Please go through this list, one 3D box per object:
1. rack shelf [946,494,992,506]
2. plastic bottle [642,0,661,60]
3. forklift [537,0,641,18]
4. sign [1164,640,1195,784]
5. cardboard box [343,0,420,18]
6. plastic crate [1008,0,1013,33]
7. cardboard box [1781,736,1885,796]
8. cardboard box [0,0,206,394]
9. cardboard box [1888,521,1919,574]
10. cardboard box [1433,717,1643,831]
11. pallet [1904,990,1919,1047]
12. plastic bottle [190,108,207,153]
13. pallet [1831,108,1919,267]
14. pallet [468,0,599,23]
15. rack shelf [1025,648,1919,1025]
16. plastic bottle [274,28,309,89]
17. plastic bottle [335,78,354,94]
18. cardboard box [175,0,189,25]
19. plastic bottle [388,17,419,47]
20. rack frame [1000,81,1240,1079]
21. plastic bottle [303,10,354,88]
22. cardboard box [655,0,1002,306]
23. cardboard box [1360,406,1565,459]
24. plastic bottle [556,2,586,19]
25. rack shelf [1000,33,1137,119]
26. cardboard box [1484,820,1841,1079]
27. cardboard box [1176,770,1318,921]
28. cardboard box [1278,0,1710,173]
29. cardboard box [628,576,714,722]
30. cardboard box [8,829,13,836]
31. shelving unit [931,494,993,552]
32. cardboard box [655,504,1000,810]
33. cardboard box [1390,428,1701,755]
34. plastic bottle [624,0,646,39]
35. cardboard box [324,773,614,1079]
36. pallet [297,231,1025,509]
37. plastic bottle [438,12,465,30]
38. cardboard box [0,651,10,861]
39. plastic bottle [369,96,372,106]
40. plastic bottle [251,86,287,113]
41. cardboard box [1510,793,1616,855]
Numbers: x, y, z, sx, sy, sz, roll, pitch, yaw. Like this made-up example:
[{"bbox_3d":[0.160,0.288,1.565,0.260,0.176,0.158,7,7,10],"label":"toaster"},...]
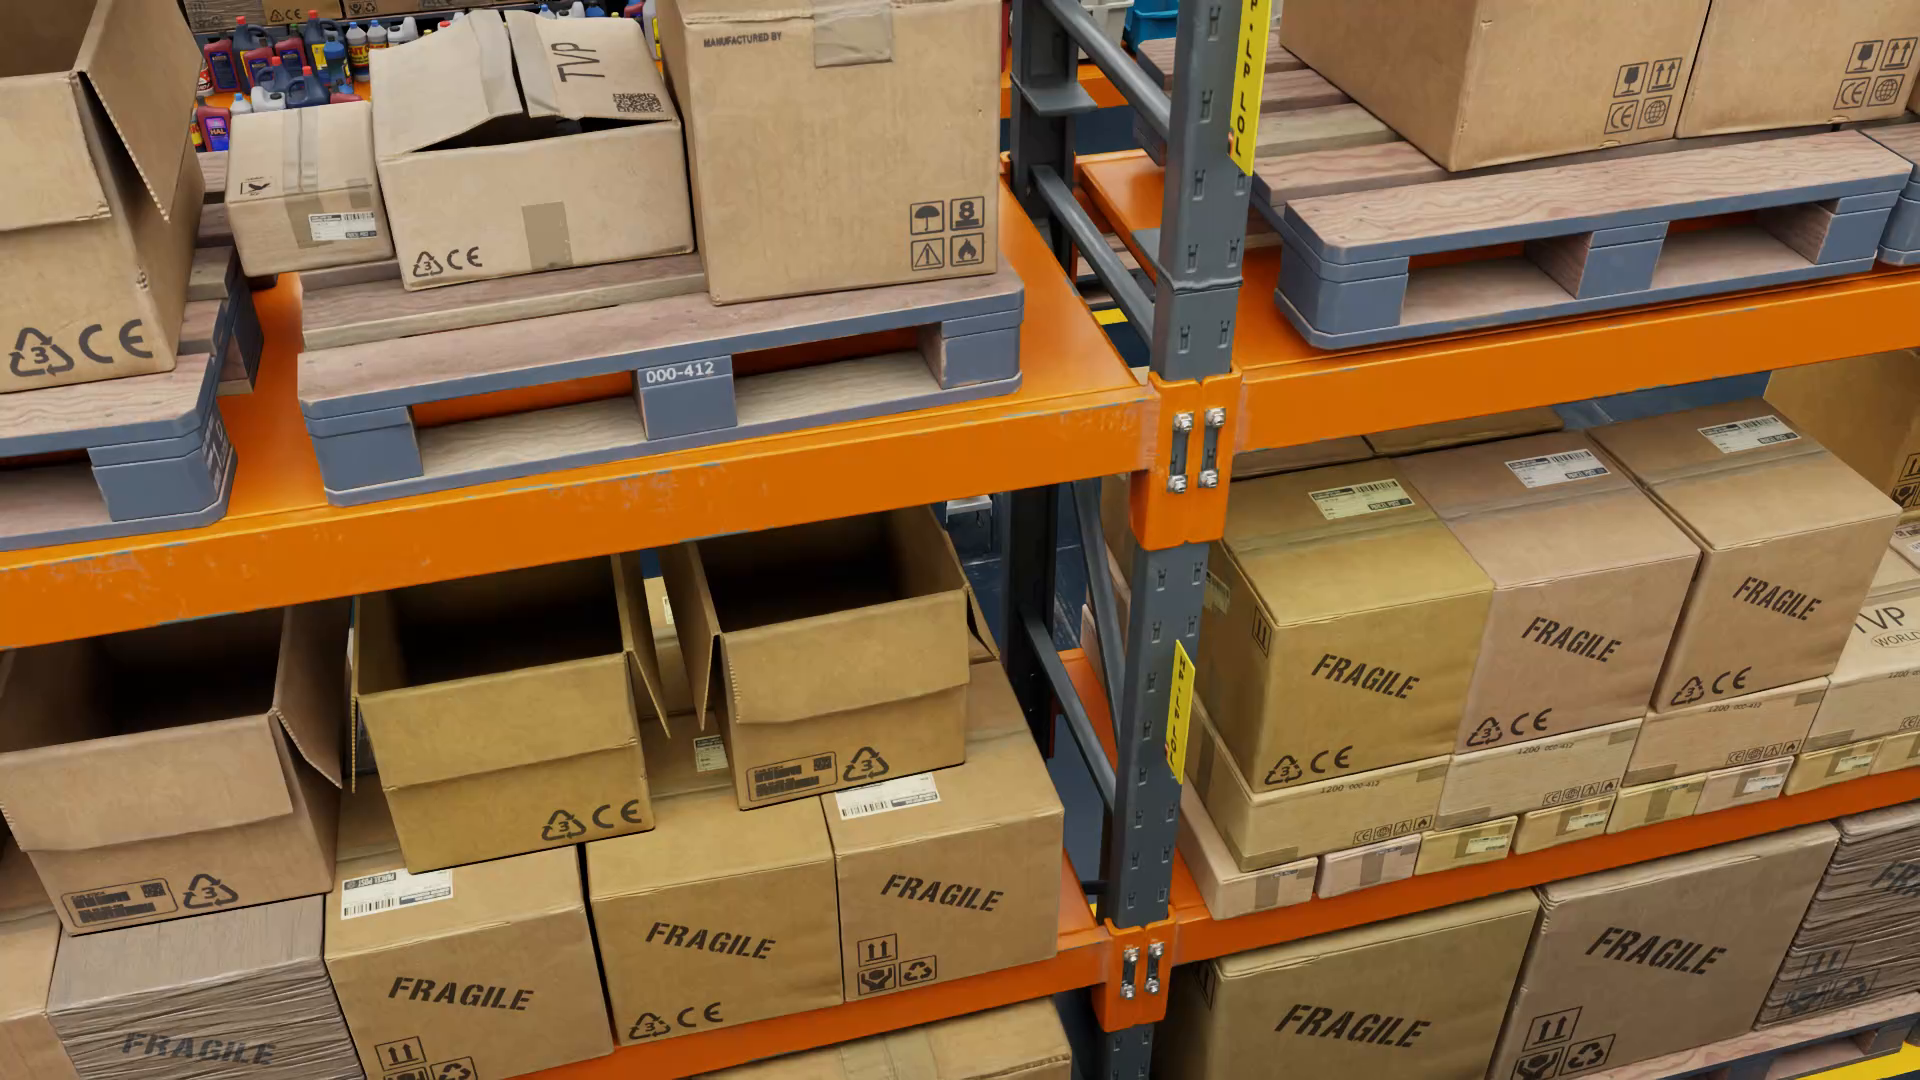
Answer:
[{"bbox_3d":[0.008,-0.261,7.053,0.200,0.077,0.258,-9,38,-12],"label":"rack shelf"},{"bbox_3d":[-1.455,-2.546,8.150,0.185,0.351,0.144,-9,38,-12],"label":"plastic bottle"},{"bbox_3d":[-1.935,-4.241,10.381,1.130,2.935,3.031,-22,43,-26],"label":"forklift"},{"bbox_3d":[0.450,0.356,3.428,0.005,0.325,0.100,-9,38,-12],"label":"sign"},{"bbox_3d":[-4.135,-4.045,11.764,0.500,0.500,0.500,-11,39,-13],"label":"cardboard box"},{"bbox_3d":[0.019,-2.687,8.471,0.590,0.125,0.437,-9,38,-12],"label":"plastic crate"},{"bbox_3d":[2.176,0.468,4.376,0.250,0.149,0.380,-10,39,-13],"label":"cardboard box"},{"bbox_3d":[-1.595,-0.634,2.710,0.637,0.503,0.797,-10,38,-13],"label":"cardboard box"},{"bbox_3d":[2.781,0.169,4.439,0.500,0.250,0.500,-11,39,-13],"label":"cardboard box"},{"bbox_3d":[1.303,0.413,4.120,0.500,0.250,0.500,-9,38,-12],"label":"cardboard box"},{"bbox_3d":[3.410,1.114,5.619,1.213,0.211,1.003,-9,38,-12],"label":"pallet"},{"bbox_3d":[-3.340,-1.780,7.214,0.097,0.271,0.097,0,37,0],"label":"plastic bottle"},{"bbox_3d":[2.268,-1.003,3.696,1.213,0.211,1.003,-9,38,-12],"label":"pallet"},{"bbox_3d":[-3.055,-4.085,12.416,1.213,0.211,1.003,-9,38,-12],"label":"pallet"},{"bbox_3d":[2.230,0.437,4.802,4.000,0.370,1.077,-9,38,-12],"label":"rack shelf"},{"bbox_3d":[-3.148,-2.267,7.841,0.133,0.283,0.061,-9,38,-12],"label":"plastic bottle"},{"bbox_3d":[-2.731,-1.918,7.395,0.097,0.271,0.097,0,37,0],"label":"plastic bottle"},{"bbox_3d":[-5.627,-3.796,11.439,0.500,0.500,0.500,-8,38,-10],"label":"cardboard box"},{"bbox_3d":[-2.656,-2.355,7.962,0.135,0.276,0.152,-9,38,-12],"label":"plastic bottle"},{"bbox_3d":[0.300,0.468,4.169,0.127,3.000,1.000,-9,38,-12],"label":"rack frame"},{"bbox_3d":[-2.999,-2.331,7.869,0.185,0.351,0.144,-9,38,-12],"label":"plastic bottle"},{"bbox_3d":[-0.258,-0.832,2.972,0.500,0.500,0.700,-8,38,-11],"label":"cardboard box"},{"bbox_3d":[1.158,-0.195,4.298,0.500,0.500,0.500,-9,38,-11],"label":"cardboard box"},{"bbox_3d":[-1.891,-2.480,8.126,0.135,0.276,0.152,-9,38,-12],"label":"plastic bottle"},{"bbox_3d":[0.939,-2.468,8.600,4.000,0.370,1.077,-9,38,-12],"label":"rack shelf"},{"bbox_3d":[1.827,0.945,4.949,0.875,0.875,0.875,-9,38,-12],"label":"cardboard box"},{"bbox_3d":[0.672,0.716,4.052,0.250,0.149,0.380,-9,38,-12],"label":"cardboard box"},{"bbox_3d":[1.039,-1.129,3.278,0.500,0.500,0.700,-12,39,-15],"label":"cardboard box"},{"bbox_3d":[-0.695,0.435,4.131,0.500,0.500,0.500,-9,38,-12],"label":"cardboard box"},{"bbox_3d":[-2.167,0.679,3.812,0.500,0.500,0.500,-11,39,-13],"label":"cardboard box"},{"bbox_3d":[0.008,-0.359,6.978,0.210,0.900,0.258,-9,38,-12],"label":"shelving unit"},{"bbox_3d":[-0.315,0.136,3.696,0.637,0.503,0.797,-10,39,-13],"label":"cardboard box"},{"bbox_3d":[1.306,0.112,3.896,0.500,0.500,0.500,-9,38,-12],"label":"cardboard box"},{"bbox_3d":[-1.586,-2.562,8.226,0.133,0.283,0.061,-9,38,-12],"label":"plastic bottle"},{"bbox_3d":[-1.063,0.824,3.622,0.500,0.500,0.500,-10,38,-12],"label":"cardboard box"},{"bbox_3d":[-0.573,-0.473,3.089,1.217,0.209,0.805,-11,39,-14],"label":"pallet"},{"bbox_3d":[-2.432,-2.392,8.010,0.135,0.276,0.152,-9,38,-12],"label":"plastic bottle"},{"bbox_3d":[-2.222,0.455,3.278,0.637,0.503,0.797,-8,38,-11],"label":"cardboard box"},{"bbox_3d":[-2.586,-1.876,7.397,0.097,0.201,0.097,0,37,0],"label":"plastic bottle"},{"bbox_3d":[-3.012,-1.853,7.306,0.135,0.276,0.152,-9,38,-12],"label":"plastic bottle"},{"bbox_3d":[1.433,0.590,4.217,0.250,0.149,0.380,-10,39,-13],"label":"cardboard box"}]
